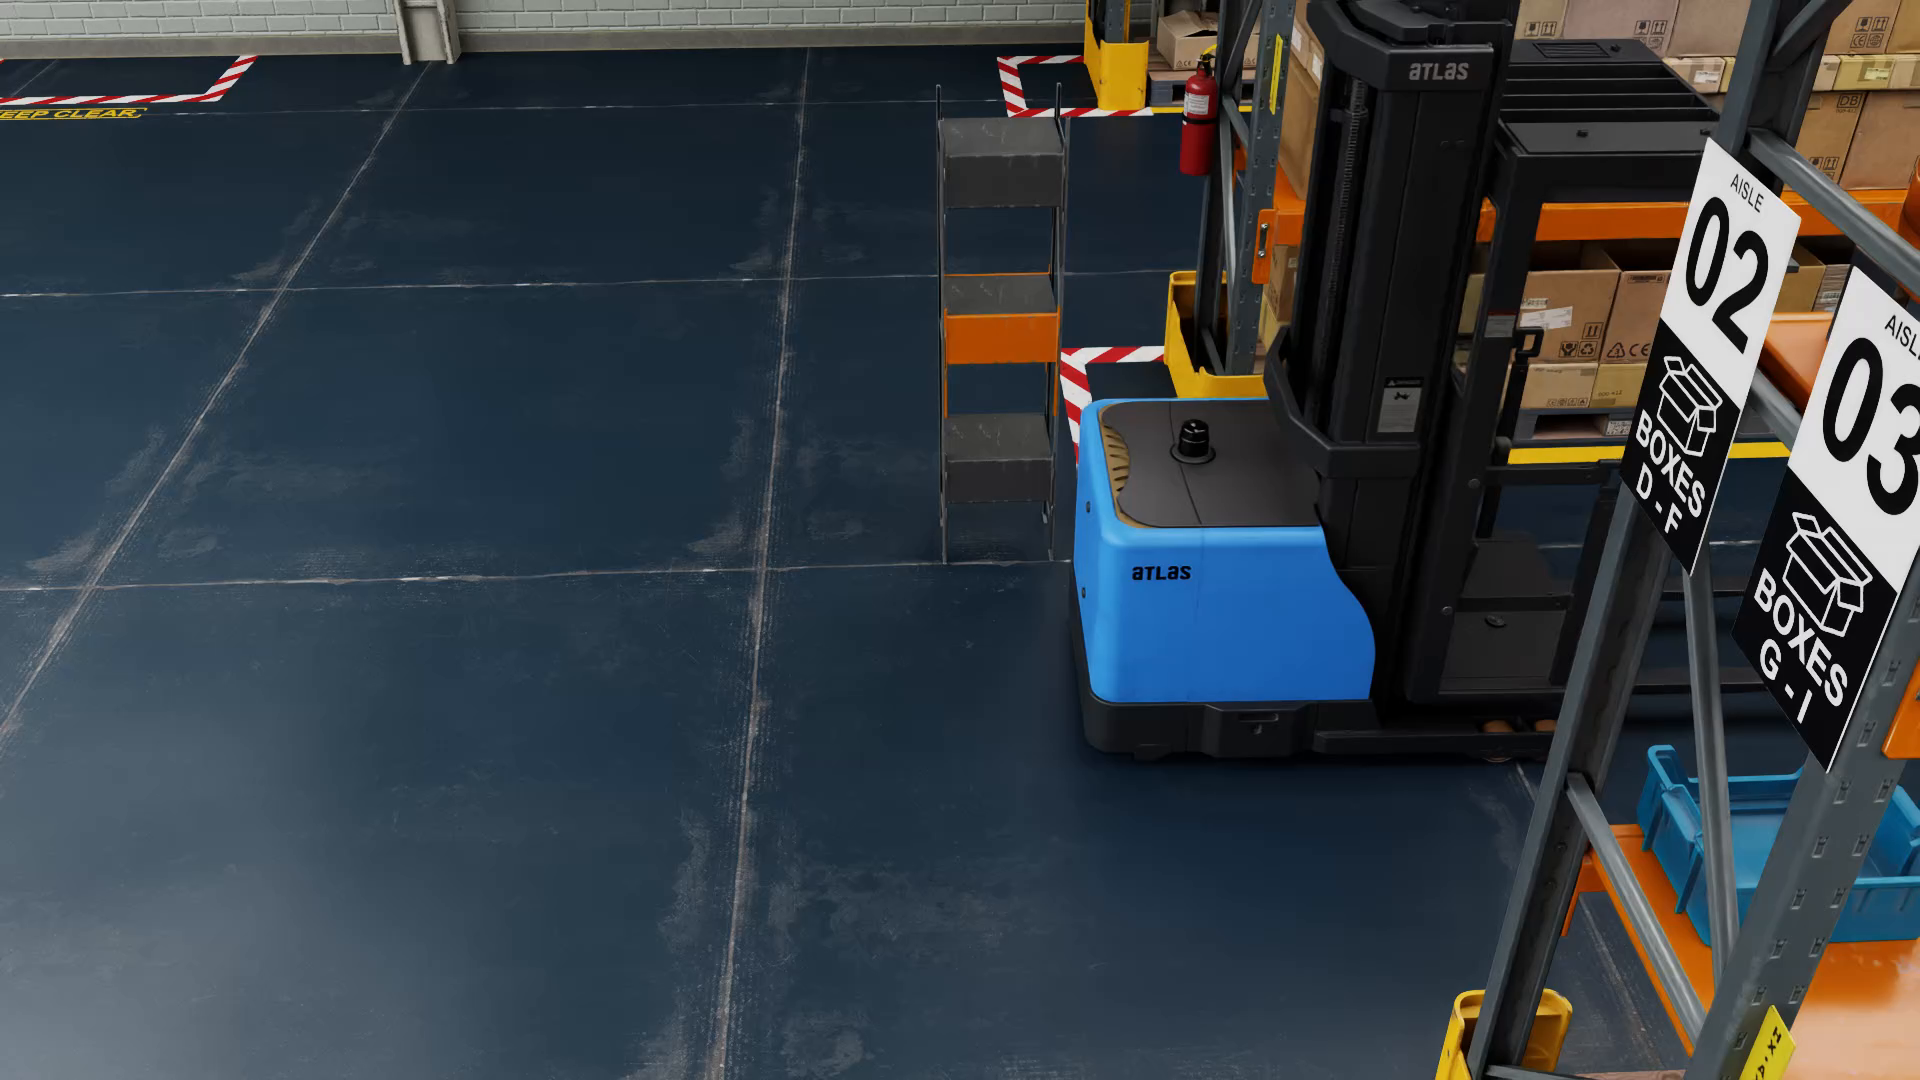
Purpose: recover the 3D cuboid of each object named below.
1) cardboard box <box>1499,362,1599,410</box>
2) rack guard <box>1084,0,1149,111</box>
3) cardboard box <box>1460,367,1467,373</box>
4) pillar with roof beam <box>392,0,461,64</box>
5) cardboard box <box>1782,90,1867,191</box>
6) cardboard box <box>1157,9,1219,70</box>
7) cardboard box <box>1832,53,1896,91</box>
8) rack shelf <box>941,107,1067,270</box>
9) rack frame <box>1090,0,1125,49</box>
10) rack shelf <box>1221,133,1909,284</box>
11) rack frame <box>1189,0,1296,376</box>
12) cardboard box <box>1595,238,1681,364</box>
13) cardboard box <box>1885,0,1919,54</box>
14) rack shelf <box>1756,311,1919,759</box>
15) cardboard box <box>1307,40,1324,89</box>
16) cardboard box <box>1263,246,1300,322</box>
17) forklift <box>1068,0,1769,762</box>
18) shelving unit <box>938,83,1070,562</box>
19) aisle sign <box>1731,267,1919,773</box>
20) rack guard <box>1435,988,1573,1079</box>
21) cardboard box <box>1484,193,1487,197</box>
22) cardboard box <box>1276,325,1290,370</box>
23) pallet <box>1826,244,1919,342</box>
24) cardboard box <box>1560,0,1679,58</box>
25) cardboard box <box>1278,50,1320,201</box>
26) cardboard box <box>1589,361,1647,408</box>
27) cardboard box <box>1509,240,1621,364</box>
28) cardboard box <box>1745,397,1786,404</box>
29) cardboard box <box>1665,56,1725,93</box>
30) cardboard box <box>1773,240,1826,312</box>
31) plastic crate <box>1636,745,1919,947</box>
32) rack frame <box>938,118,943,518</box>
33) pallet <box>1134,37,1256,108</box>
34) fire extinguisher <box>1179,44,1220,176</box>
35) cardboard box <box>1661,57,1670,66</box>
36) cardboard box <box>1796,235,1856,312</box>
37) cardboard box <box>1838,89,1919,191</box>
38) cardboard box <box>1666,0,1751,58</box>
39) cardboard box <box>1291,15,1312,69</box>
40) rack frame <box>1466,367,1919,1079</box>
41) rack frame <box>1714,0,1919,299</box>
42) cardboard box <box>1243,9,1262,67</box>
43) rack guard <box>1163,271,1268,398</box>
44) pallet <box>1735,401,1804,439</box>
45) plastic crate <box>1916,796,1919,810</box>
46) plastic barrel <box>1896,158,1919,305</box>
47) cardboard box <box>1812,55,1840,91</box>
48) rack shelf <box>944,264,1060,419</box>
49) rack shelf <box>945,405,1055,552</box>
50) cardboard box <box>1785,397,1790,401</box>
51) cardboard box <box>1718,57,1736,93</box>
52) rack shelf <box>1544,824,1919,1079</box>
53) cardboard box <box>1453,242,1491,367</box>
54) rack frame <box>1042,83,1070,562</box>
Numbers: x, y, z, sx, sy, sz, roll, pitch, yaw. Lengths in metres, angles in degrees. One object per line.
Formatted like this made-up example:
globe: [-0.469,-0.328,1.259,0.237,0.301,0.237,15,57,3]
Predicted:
cardboard box: [2.890,-0.900,8.461,0.500,0.250,0.500,-2,35,-2]
rack guard: [1.183,-3.731,12.702,0.348,0.500,1.175,-2,35,-2]
cardboard box: [2.391,-0.886,8.442,0.500,0.250,0.500,-2,35,-2]
pillar with roof beam: [-4.024,-5.125,7.248,0.400,9.000,9.100,-2,35,-2]
cardboard box: [3.870,-2.045,7.981,0.500,0.500,0.700,-1,35,-2]
cardboard box: [1.803,-3.799,12.580,0.500,0.311,0.500,-5,35,-8]
cardboard box: [4.063,-2.201,7.637,0.250,0.149,0.380,-2,35,-2]
rack shelf: [0.165,-1.432,6.768,0.480,0.518,0.431,-2,35,-2]
rack frame: [1.107,-4.757,11.987,0.127,3.000,1.000,-2,35,-2]
rack shelf: [3.343,-1.699,8.201,4.000,0.370,1.077,-2,35,-2]
rack frame: [1.346,-1.941,7.919,0.127,3.000,1.000,-2,35,-2]
cardboard box: [3.390,-1.218,8.263,0.500,0.500,0.500,-2,35,-2]
cardboard box: [4.393,-2.593,7.633,0.500,0.500,0.700,-2,35,-2]
rack shelf: [3.574,-0.117,3.279,4.000,0.370,1.077,-2,35,-2]
cardboard box: [1.748,-2.137,7.544,0.250,0.149,0.380,-2,35,-3]
cardboard box: [1.867,-1.475,8.633,0.500,0.500,0.500,-2,35,-2]
forklift: [1.730,-0.822,6.362,3.545,2.935,1.782,-1,35,-1]
shelving unit: [0.168,-0.868,7.159,0.499,2.100,0.431,-2,35,-2]
aisle sign: [1.518,-0.026,2.867,0.004,0.787,0.394,-2,35,-2]
rack guard: [1.650,1.874,4.603,0.348,0.500,1.175,-2,35,-2]
cardboard box: [4.548,-1.777,8.332,4.930,1.340,1.023,-1,35,-1]
cardboard box: [1.892,-0.871,8.420,0.500,0.250,0.500,-2,35,-2]
pallet: [2.407,-0.248,3.002,1.213,0.211,1.003,-2,35,-2]
cardboard box: [2.894,-2.553,7.576,0.500,0.500,0.700,-1,35,-2]
cardboard box: [1.812,-1.987,7.898,0.500,0.500,0.700,-2,35,-2]
cardboard box: [3.390,-0.910,8.477,0.500,0.250,0.500,-2,35,-2]
cardboard box: [2.890,-1.215,8.257,0.500,0.500,0.500,-2,35,-2]
cardboard box: [3.890,-0.924,8.497,0.500,0.250,0.500,-2,35,-2]
cardboard box: [3.283,-2.178,7.603,0.250,0.149,0.380,-1,35,-2]
cardboard box: [3.889,-1.240,8.294,0.500,0.500,0.500,-2,35,-2]
plastic crate: [2.062,0.752,4.158,0.616,0.251,0.499,-2,35,-2]
rack frame: [-0.078,-0.861,7.148,0.006,1.831,0.380,-2,35,-2]
pallet: [1.996,-3.614,12.786,1.213,0.211,1.003,-2,35,-2]
fire extinguisher: [1.205,-2.170,8.318,0.183,0.674,0.296,-2,35,-2]
cardboard box: [3.034,-2.173,7.596,0.250,0.149,0.380,-2,35,-3]
cardboard box: [4.388,-1.255,8.316,0.500,0.500,0.500,-2,35,-2]
cardboard box: [4.372,-2.056,7.998,0.500,0.500,0.700,-2,35,-3]
cardboard box: [3.394,-2.567,7.596,0.500,0.500,0.700,-2,35,-2]
cardboard box: [1.718,-2.367,7.877,0.250,0.149,0.380,-2,35,-3]
rack frame: [1.576,0.875,3.850,0.127,3.000,1.000,-2,35,-2]
rack frame: [1.576,-1.592,2.143,0.127,3.000,1.000,-2,35,-2]
cardboard box: [2.372,-3.815,12.602,0.500,0.311,0.500,1,35,2]
rack guard: [1.322,-0.912,8.629,0.348,0.500,1.175,-2,35,-2]
pallet: [4.545,-0.904,8.871,1.213,0.211,1.003,-2,35,-2]
plastic crate: [2.711,0.738,4.178,0.408,0.251,0.499,-2,35,-2]
plastic barrel: [2.056,-0.793,2.878,0.708,0.830,0.600,-2,35,-2]
cardboard box: [3.811,-2.194,7.627,0.250,0.149,0.380,-1,35,-1]
rack shelf: [0.165,-0.857,7.167,0.480,0.518,0.431,-2,35,-2]
rack shelf: [0.165,-0.281,7.565,0.480,0.518,0.431,-2,35,-2]
cardboard box: [4.388,-0.946,8.528,0.500,0.250,0.500,-2,35,-2]
cardboard box: [3.546,-2.185,7.614,0.250,0.149,0.380,0,35,-1]
rack shelf: [3.574,1.117,4.133,4.000,0.370,1.077,-2,35,-2]
cardboard box: [2.391,-1.194,8.227,0.500,0.500,0.500,-2,35,-2]
rack frame: [0.409,-0.874,7.168,0.015,2.100,0.400,-2,35,-2]
